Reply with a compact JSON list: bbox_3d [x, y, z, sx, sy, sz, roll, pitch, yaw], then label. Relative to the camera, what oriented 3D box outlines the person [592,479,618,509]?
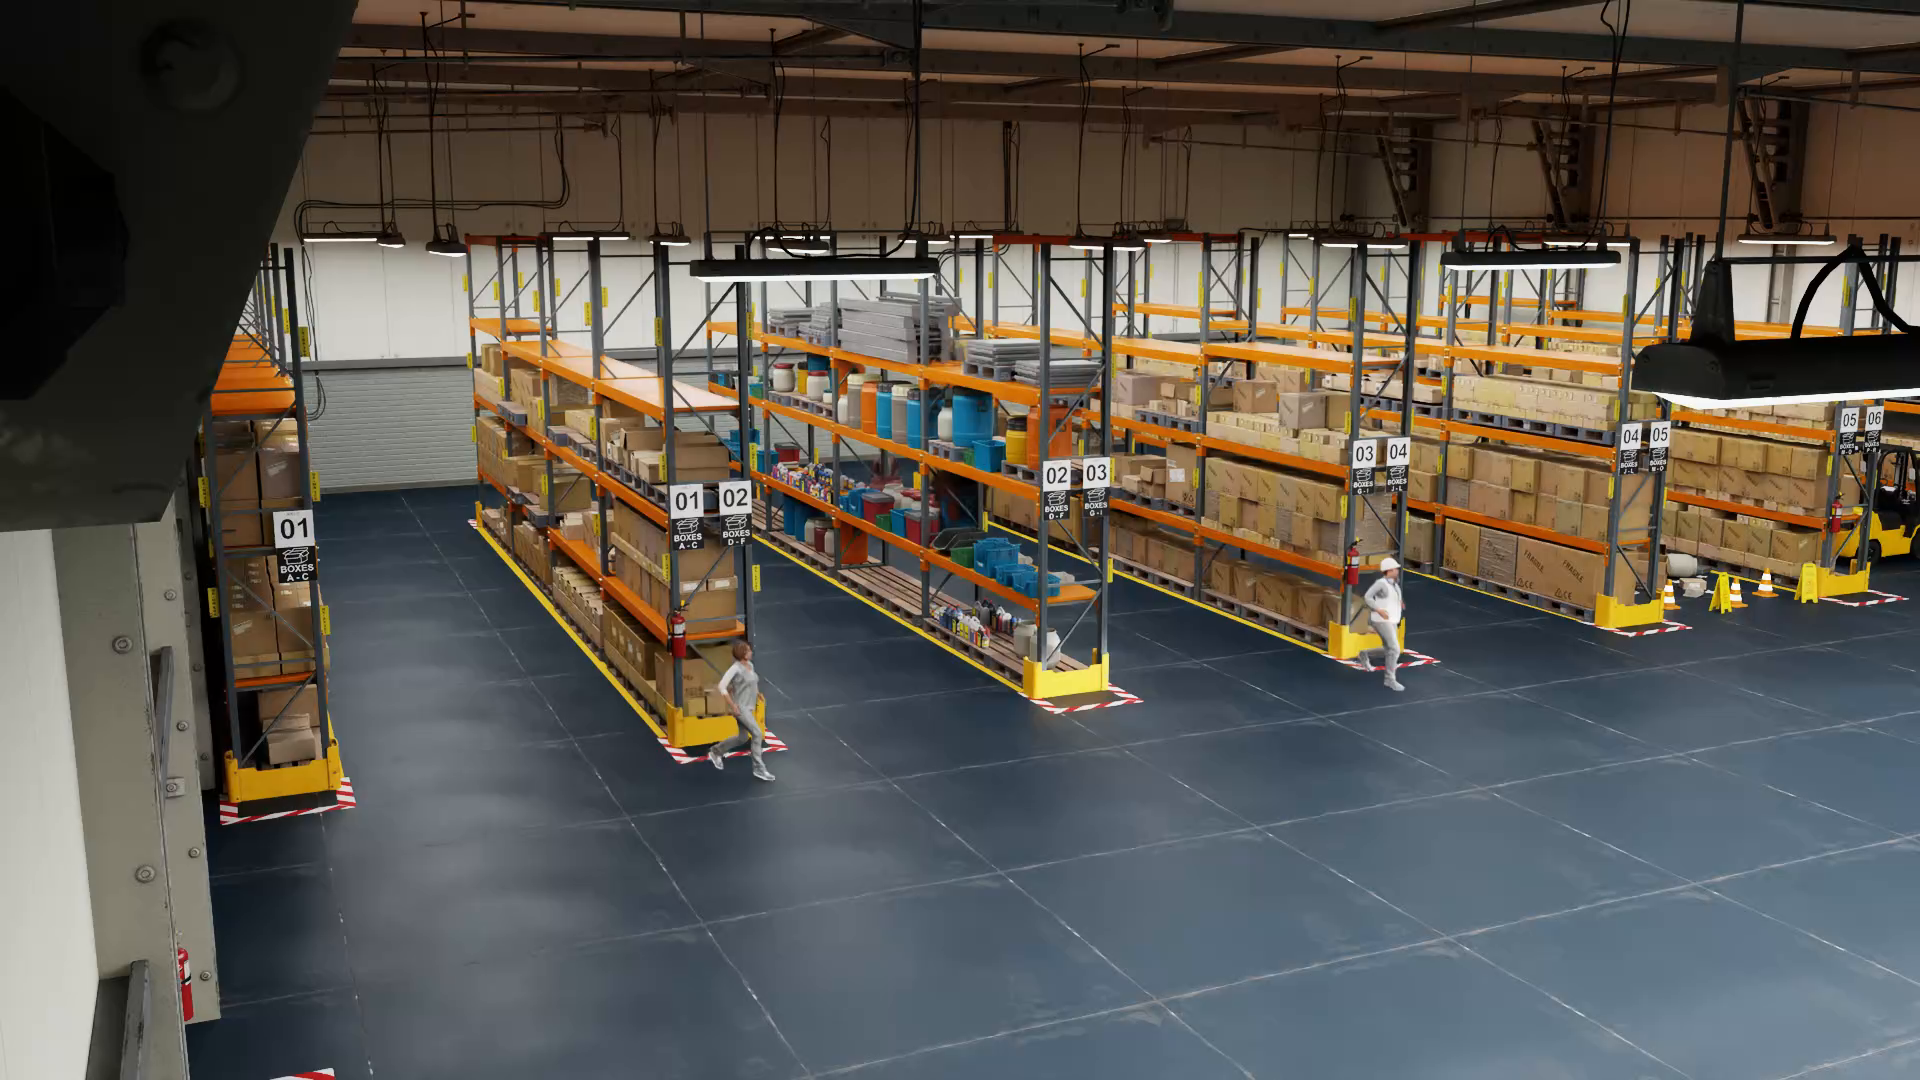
[{"bbox_3d":[-7.376,-1.097,34.528,0.609,1.619,0.508,-8,13,-35],"label":"person"}]

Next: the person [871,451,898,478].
[{"bbox_3d":[-1.474,-1.085,34.095,0.681,1.735,0.654,-6,13,-29],"label":"person"}]

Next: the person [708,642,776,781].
[{"bbox_3d":[-2.496,1.941,19.009,0.822,1.585,0.550,3,11,13],"label":"person"}]

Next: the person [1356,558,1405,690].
[{"bbox_3d":[5.878,1.109,22.956,0.855,1.740,0.683,9,14,38],"label":"person"}]
